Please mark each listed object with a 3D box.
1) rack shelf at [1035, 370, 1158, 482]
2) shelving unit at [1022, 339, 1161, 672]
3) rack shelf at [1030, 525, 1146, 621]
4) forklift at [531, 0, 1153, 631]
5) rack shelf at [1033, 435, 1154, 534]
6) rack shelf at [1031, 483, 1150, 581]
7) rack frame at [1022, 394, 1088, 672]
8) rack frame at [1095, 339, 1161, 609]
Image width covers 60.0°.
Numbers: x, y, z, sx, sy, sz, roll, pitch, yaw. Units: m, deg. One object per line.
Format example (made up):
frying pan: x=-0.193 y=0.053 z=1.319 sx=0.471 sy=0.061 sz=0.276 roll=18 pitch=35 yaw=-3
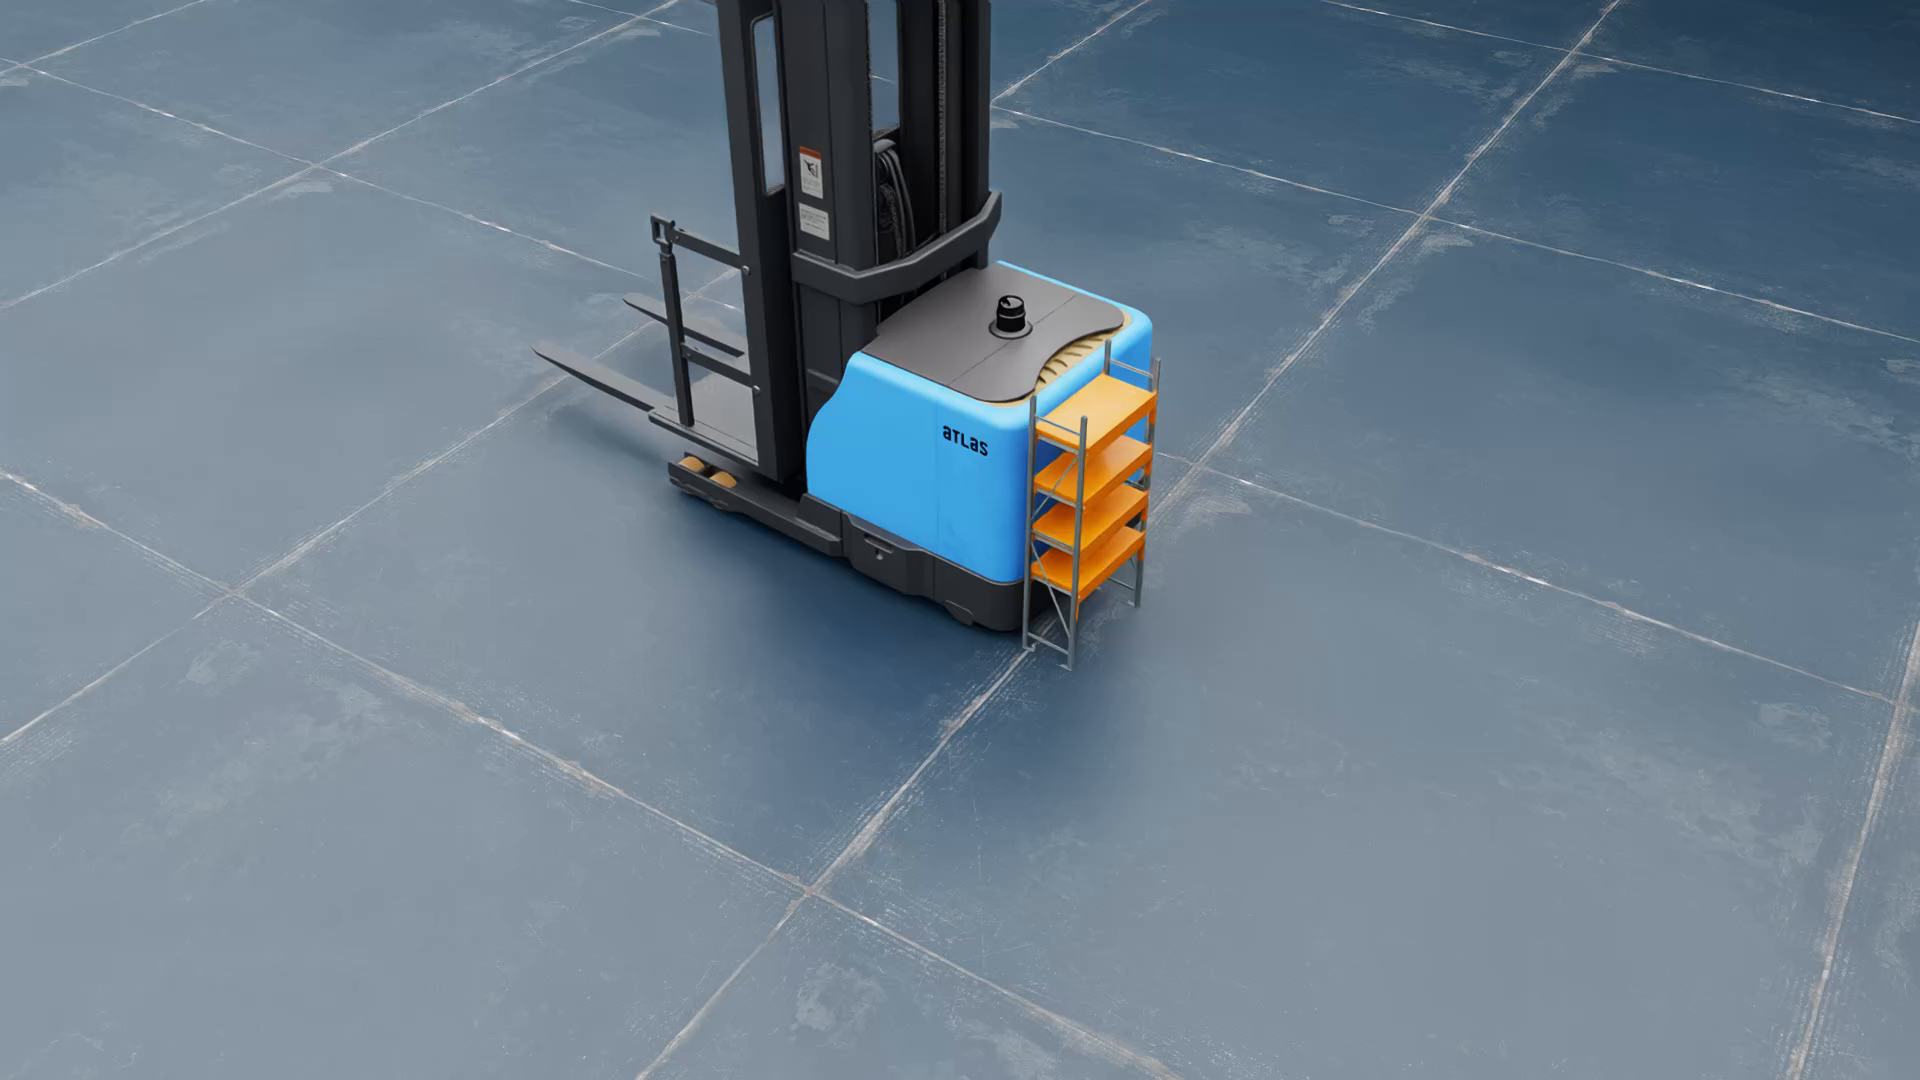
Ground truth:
rack shelf: x=0.498 y=-0.430 z=6.181 sx=0.258 sy=0.148 sz=0.480 roll=25 pitch=44 yaw=29
shelving unit: x=0.497 y=-0.119 z=6.421 sx=0.258 sy=1.200 sz=0.503 roll=25 pitch=44 yaw=29
rack shelf: x=0.497 y=0.092 z=6.584 sx=0.258 sy=0.148 sz=0.480 roll=25 pitch=44 yaw=29
forklift: x=-0.689 y=-1.528 z=6.832 sx=3.031 sy=2.935 sz=1.130 roll=25 pitch=44 yaw=29
rack shelf: x=0.498 y=-0.243 z=6.326 sx=0.258 sy=0.148 sz=0.480 roll=25 pitch=44 yaw=29
rack shelf: x=0.497 y=-0.065 z=6.462 sx=0.258 sy=0.148 sz=0.480 roll=25 pitch=44 yaw=29
rack frame: x=0.349 y=0.000 z=6.267 sx=0.240 sy=1.200 sz=0.015 roll=25 pitch=44 yaw=29
rack frame: x=0.645 y=-0.237 z=6.575 sx=0.240 sy=1.200 sz=0.015 roll=25 pitch=44 yaw=29
